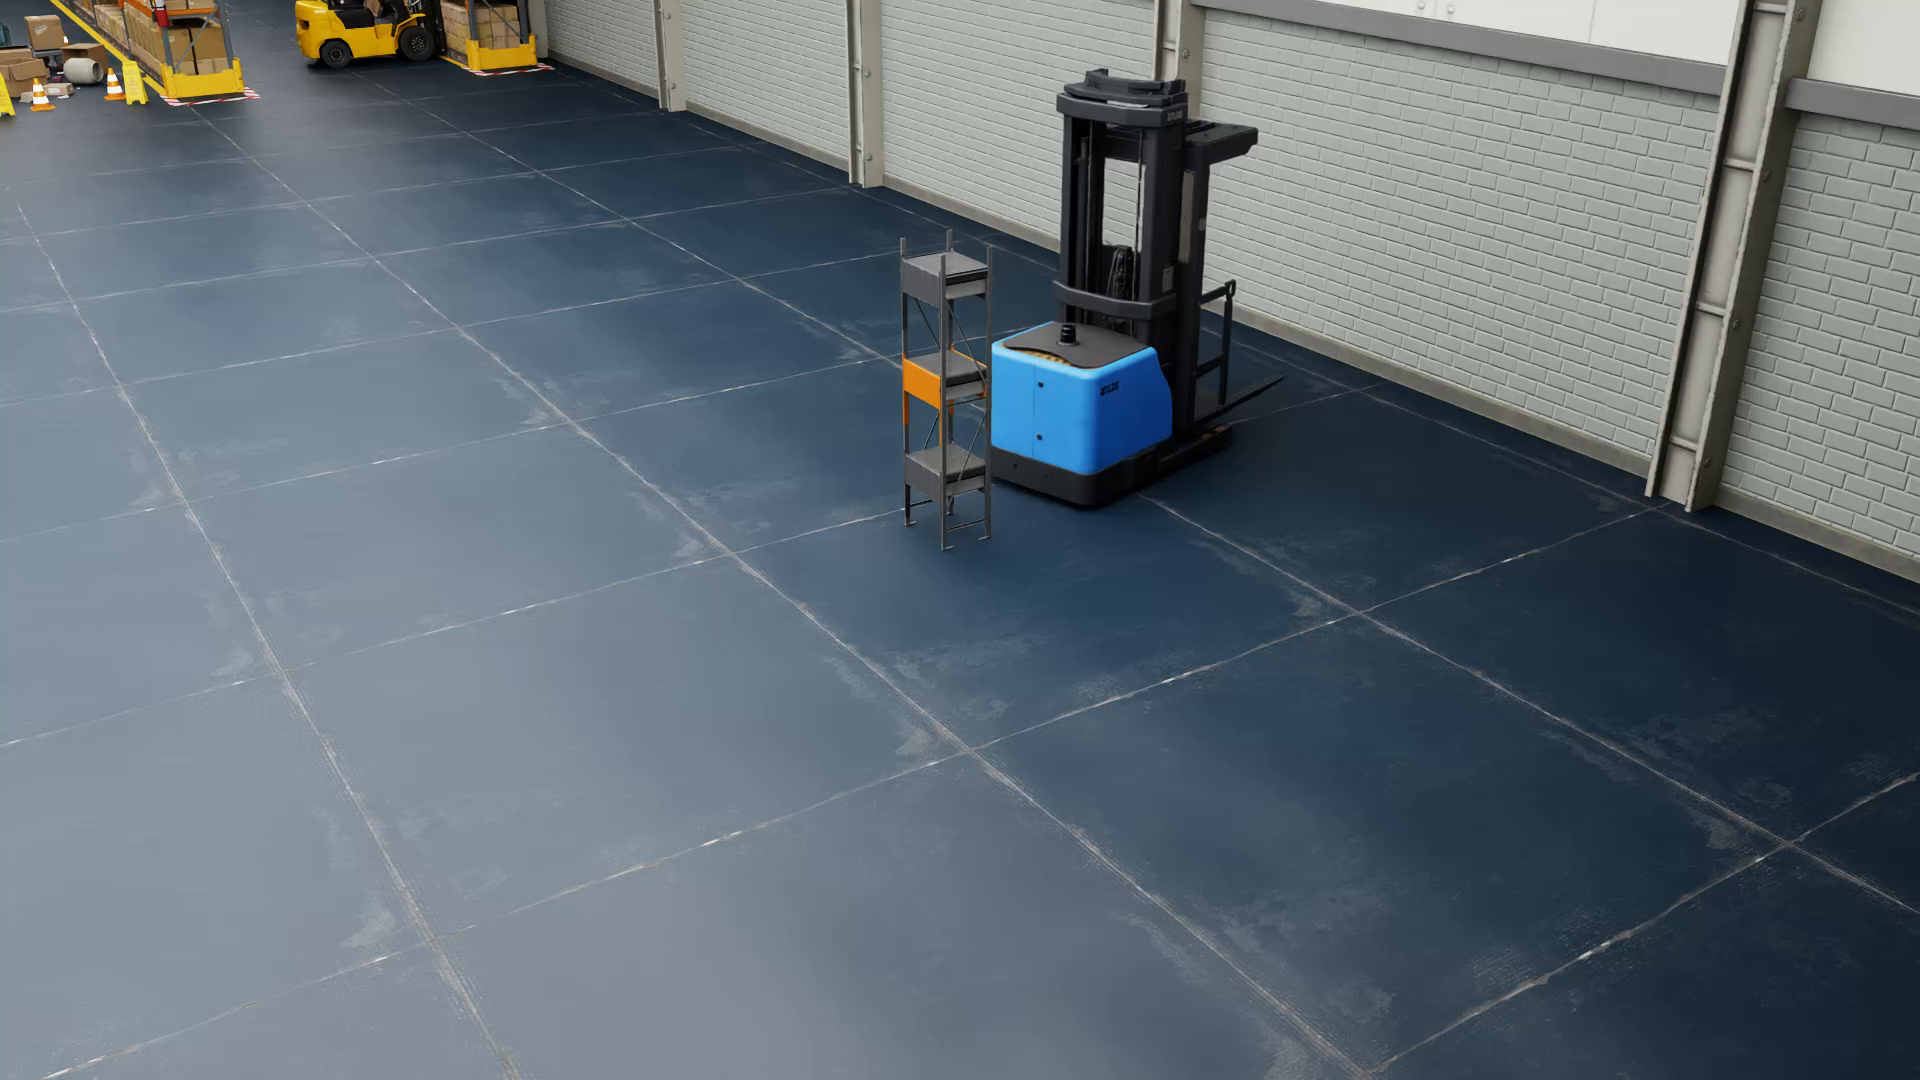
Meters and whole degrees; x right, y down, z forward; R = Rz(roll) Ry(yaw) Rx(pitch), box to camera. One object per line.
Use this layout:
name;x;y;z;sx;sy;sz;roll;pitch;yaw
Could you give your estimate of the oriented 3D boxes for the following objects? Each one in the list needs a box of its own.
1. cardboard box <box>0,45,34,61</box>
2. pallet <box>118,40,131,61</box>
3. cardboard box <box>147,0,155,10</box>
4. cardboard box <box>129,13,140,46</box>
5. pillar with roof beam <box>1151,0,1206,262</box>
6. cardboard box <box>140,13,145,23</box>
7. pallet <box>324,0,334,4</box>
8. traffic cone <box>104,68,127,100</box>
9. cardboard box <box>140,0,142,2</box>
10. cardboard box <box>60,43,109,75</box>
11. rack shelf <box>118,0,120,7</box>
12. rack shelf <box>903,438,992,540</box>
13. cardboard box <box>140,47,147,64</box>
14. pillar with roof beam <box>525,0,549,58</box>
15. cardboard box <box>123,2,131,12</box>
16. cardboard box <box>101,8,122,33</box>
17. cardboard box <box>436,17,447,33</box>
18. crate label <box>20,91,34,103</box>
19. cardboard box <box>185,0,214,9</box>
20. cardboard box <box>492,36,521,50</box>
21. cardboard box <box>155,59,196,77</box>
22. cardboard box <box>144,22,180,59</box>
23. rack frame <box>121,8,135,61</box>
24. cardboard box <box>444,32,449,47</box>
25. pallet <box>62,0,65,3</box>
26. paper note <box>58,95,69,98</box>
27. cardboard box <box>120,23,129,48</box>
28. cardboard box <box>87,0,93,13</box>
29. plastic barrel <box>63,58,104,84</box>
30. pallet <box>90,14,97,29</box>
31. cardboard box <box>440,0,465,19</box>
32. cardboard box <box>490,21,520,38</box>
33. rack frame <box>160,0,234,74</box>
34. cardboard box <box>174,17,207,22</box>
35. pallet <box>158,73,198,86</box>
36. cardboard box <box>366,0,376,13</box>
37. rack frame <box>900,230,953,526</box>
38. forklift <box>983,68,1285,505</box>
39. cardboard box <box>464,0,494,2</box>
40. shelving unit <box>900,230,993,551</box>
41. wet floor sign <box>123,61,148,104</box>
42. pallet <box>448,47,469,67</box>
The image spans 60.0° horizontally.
cardboard box;-15.879;-7.932;27.765;0.797;0.637;0.503;-16;29;-30
pallet;-14.891;-9.076;30.691;1.003;0.211;1.213;-16;29;-30
cardboard box;-12.896;-8.663;26.845;0.380;0.149;0.250;-16;30;-30
cardboard box;-14.067;-8.882;28.864;0.500;0.500;0.500;-14;29;-28
pillar with roof beam;-1.530;-5.517;12.858;9.100;9.000;0.400;-16;29;-30
cardboard box;-13.471;-8.734;27.791;0.380;0.149;0.250;-14;29;-27
pallet;-13.530;-12.099;37.094;1.003;0.211;1.213;-16;29;-30
traffic cone;-13.597;-7.334;26.707;0.336;0.463;0.334;-16;29;-30
cardboard box;-13.422;-9.040;27.642;0.380;0.149;0.250;-16;30;-30
cardboard box;-15.020;-8.229;28.556;0.500;0.500;0.500;3;25;6
rack shelf;-15.557;-10.449;31.176;1.077;0.370;4.000;-16;29;-30
rack shelf;-0.090;-0.363;11.694;0.431;0.518;0.480;-16;29;-30
cardboard box;-13.776;-8.354;28.624;0.500;0.250;0.500;-16;30;-30
pillar with roof beam;-11.356;-11.955;26.496;9.100;9.000;0.400;-16;29;-30
cardboard box;-14.351;-9.305;29.001;0.380;0.149;0.250;-15;29;-29
cardboard box;-15.939;-10.025;32.021;0.950;0.372;0.625;-16;30;-31
cardboard box;-9.216;-9.422;30.300;0.500;0.250;0.500;-16;30;-31
crate label;-14.822;-7.073;26.536;0.298;0.136;0.250;12;28;24
cardboard box;-12.293;-8.684;26.889;0.380;0.149;0.250;-15;29;-29
cardboard box;-8.229;-8.954;29.895;0.500;0.250;0.500;-15;29;-29
cardboard box;-12.961;-7.810;27.471;0.500;0.250;0.500;-16;29;-30
cardboard box;-13.225;-8.326;27.685;0.500;0.500;0.500;-14;29;-28
rack frame;-14.465;-10.059;29.507;1.000;3.000;0.127;-16;29;-30
cardboard box;-9.175;-9.188;30.392;0.500;0.250;0.500;-15;29;-29
pallet;-19.852;-12.386;37.703;1.003;0.211;1.213;-16;29;-30
paper note;-14.465;-7.160;26.843;0.142;0.019;0.148;18;31;33
cardboard box;-14.753;-9.248;30.374;0.950;0.372;0.625;-15;29;-29
cardboard box;-17.439;-11.305;34.144;0.875;0.875;0.875;-15;29;-29
plastic barrel;-14.677;-7.849;27.844;0.512;0.421;0.421;3;25;6
pallet;-17.016;-10.528;33.767;1.003;0.211;1.213;-16;29;-30
cardboard box;-9.205;-9.636;30.169;0.500;0.250;0.500;-15;29;-29
cardboard box;-8.207;-9.176;29.779;0.500;0.250;0.500;-15;29;-29
rack frame;-12.281;-8.628;26.476;1.000;3.000;0.127;-16;29;-30
cardboard box;-13.059;-8.643;28.357;0.500;0.500;0.500;-15;29;-29
pallet;-12.737;-7.693;27.762;1.003;0.211;1.213;-16;29;-30
cardboard box;-11.799;-11.306;34.437;0.875;0.625;0.625;-14;29;-28
rack frame;-0.224;-1.096;11.574;0.400;2.100;0.015;-16;29;-30
forklift;1.524;-2.129;12.790;1.130;2.935;3.031;20;32;36
cardboard box;-8.768;-9.760;30.432;0.500;0.250;0.500;-16;30;-30
shelving unit;-0.090;-1.009;11.390;0.431;2.100;0.503;-16;29;-30
wet floor sign;-13.074;-7.246;26.306;0.267;0.644;0.232;-6;26;-12
pallet;-8.577;-8.789;30.083;1.003;0.211;1.213;-16;29;-30
